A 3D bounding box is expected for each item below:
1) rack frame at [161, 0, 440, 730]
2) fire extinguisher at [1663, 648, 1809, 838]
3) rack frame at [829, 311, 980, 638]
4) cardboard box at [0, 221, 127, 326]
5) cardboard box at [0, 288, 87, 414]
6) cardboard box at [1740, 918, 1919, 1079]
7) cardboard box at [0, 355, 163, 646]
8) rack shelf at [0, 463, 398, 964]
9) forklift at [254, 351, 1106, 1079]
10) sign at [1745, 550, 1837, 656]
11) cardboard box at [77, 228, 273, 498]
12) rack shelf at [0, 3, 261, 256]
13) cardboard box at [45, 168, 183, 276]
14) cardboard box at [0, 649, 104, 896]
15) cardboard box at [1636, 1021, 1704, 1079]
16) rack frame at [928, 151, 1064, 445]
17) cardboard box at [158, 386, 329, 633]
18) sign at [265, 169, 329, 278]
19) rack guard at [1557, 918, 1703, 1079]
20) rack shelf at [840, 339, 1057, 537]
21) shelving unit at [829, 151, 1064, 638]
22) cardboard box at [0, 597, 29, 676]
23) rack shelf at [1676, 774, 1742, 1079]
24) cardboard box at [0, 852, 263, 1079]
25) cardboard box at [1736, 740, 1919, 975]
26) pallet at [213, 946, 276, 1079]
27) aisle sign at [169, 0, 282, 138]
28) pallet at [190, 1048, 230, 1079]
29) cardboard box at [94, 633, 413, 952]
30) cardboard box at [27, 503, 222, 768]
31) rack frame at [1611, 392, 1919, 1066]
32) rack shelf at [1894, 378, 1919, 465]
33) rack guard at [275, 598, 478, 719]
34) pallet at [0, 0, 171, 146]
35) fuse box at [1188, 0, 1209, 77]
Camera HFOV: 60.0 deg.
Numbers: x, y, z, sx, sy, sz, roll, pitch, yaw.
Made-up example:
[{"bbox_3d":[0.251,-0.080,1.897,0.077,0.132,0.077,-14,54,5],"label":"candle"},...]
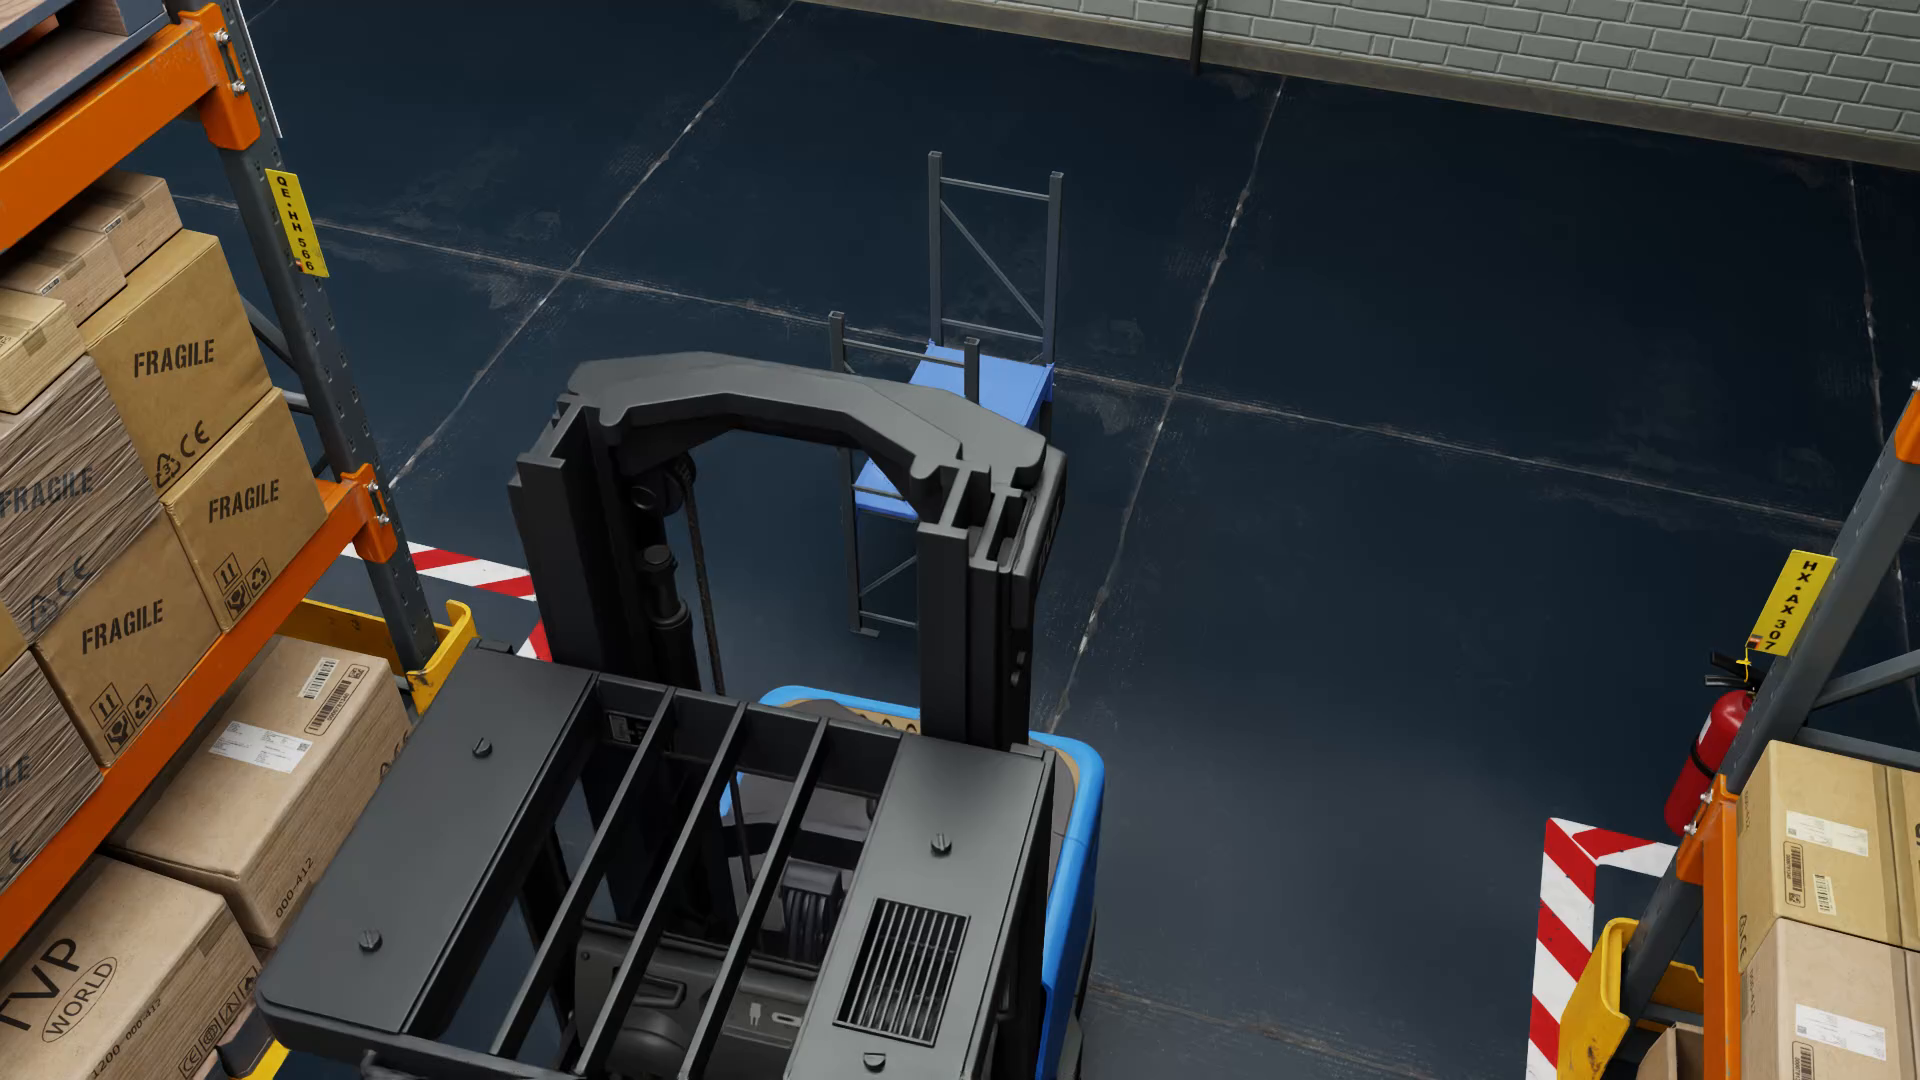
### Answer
[{"bbox_3d":[-2.298,-0.476,5.091,1.000,3.000,0.127,13,46,13],"label":"rack frame"},{"bbox_3d":[2.037,0.538,4.377,0.296,0.674,0.183,13,46,13],"label":"fire extinguisher"},{"bbox_3d":[-0.180,-0.140,5.821,0.500,1.500,0.032,13,46,13],"label":"rack frame"},{"bbox_3d":[-2.270,-0.645,4.014,0.380,0.149,0.250,13,46,13],"label":"cardboard box"},{"bbox_3d":[-2.268,-0.455,3.820,0.380,0.149,0.250,12,46,12],"label":"cardboard box"},{"bbox_3d":[1.887,1.102,3.374,0.500,0.250,0.500,13,46,13],"label":"cardboard box"},{"bbox_3d":[-2.348,-0.142,3.964,0.500,0.500,0.500,13,46,13],"label":"cardboard box"},{"bbox_3d":[-2.904,1.115,3.981,1.077,0.370,4.000,13,46,13],"label":"rack shelf"},{"bbox_3d":[-0.435,1.208,3.420,1.130,2.935,3.031,10,45,10],"label":"forklift"},{"bbox_3d":[1.916,0.149,3.834,0.100,0.325,0.005,13,46,13],"label":"sign"},{"bbox_3d":[-2.217,-0.497,4.327,0.500,0.500,0.500,14,46,14],"label":"cardboard box"},{"bbox_3d":[-2.904,0.043,2.931,1.077,0.370,4.000,13,46,13],"label":"rack shelf"},{"bbox_3d":[-2.216,-0.819,4.192,0.380,0.149,0.250,13,46,13],"label":"cardboard box"},{"bbox_3d":[-2.505,0.543,3.979,0.500,0.500,0.500,14,46,14],"label":"cardboard box"},{"bbox_3d":[2.158,1.703,4.350,0.797,0.503,0.637,11,45,11],"label":"cardboard box"},{"bbox_3d":[0.128,-0.818,6.514,0.500,1.500,0.032,13,46,13],"label":"rack frame"},{"bbox_3d":[-2.192,-0.134,4.670,0.500,0.500,0.500,13,46,13],"label":"cardboard box"},{"bbox_3d":[-1.785,-0.850,4.477,0.100,0.325,0.005,13,46,13],"label":"sign"},{"bbox_3d":[2.410,1.517,4.842,1.175,0.500,0.348,13,46,13],"label":"rack guard"},{"bbox_3d":[-0.026,-0.351,6.293,0.538,0.185,1.000,13,46,13],"label":"rack shelf"},{"bbox_3d":[-0.026,-0.479,6.167,0.538,1.500,1.048,13,46,13],"label":"shelving unit"},{"bbox_3d":[-2.501,0.187,3.628,0.500,0.500,0.500,12,46,12],"label":"cardboard box"},{"bbox_3d":[1.828,2.164,2.909,1.077,0.370,4.000,13,46,13],"label":"rack shelf"},{"bbox_3d":[-2.672,1.363,4.744,0.875,0.438,0.875,14,46,14],"label":"cardboard box"},{"bbox_3d":[2.039,0.766,3.717,0.500,0.250,0.500,13,46,13],"label":"cardboard box"},{"bbox_3d":[-2.466,1.071,5.505,1.003,0.211,1.213,13,46,13],"label":"pallet"},{"bbox_3d":[-1.981,-1.387,4.164,0.394,0.787,0.004,13,46,13],"label":"aisle sign"},{"bbox_3d":[-2.837,1.881,4.677,1.003,0.211,1.213,13,46,12],"label":"pallet"},{"bbox_3d":[-2.403,0.751,5.369,0.875,0.438,0.875,11,45,11],"label":"cardboard box"},{"bbox_3d":[-2.359,0.198,4.332,0.500,0.500,0.500,12,46,12],"label":"cardboard box"},{"bbox_3d":[2.433,0.573,4.019,1.000,3.000,0.127,13,46,13],"label":"rack frame"},{"bbox_3d":[1.828,1.091,1.860,1.077,0.370,4.000,13,46,13],"label":"rack shelf"},{"bbox_3d":[-2.291,0.402,5.982,1.175,0.500,0.348,13,46,13],"label":"rack guard"},{"bbox_3d":[-2.513,-1.019,3.566,1.003,0.211,1.213,13,46,13],"label":"pallet"},{"bbox_3d":[1.345,-3.236,8.834,0.539,1.711,0.414,13,46,13],"label":"fuse box"}]
